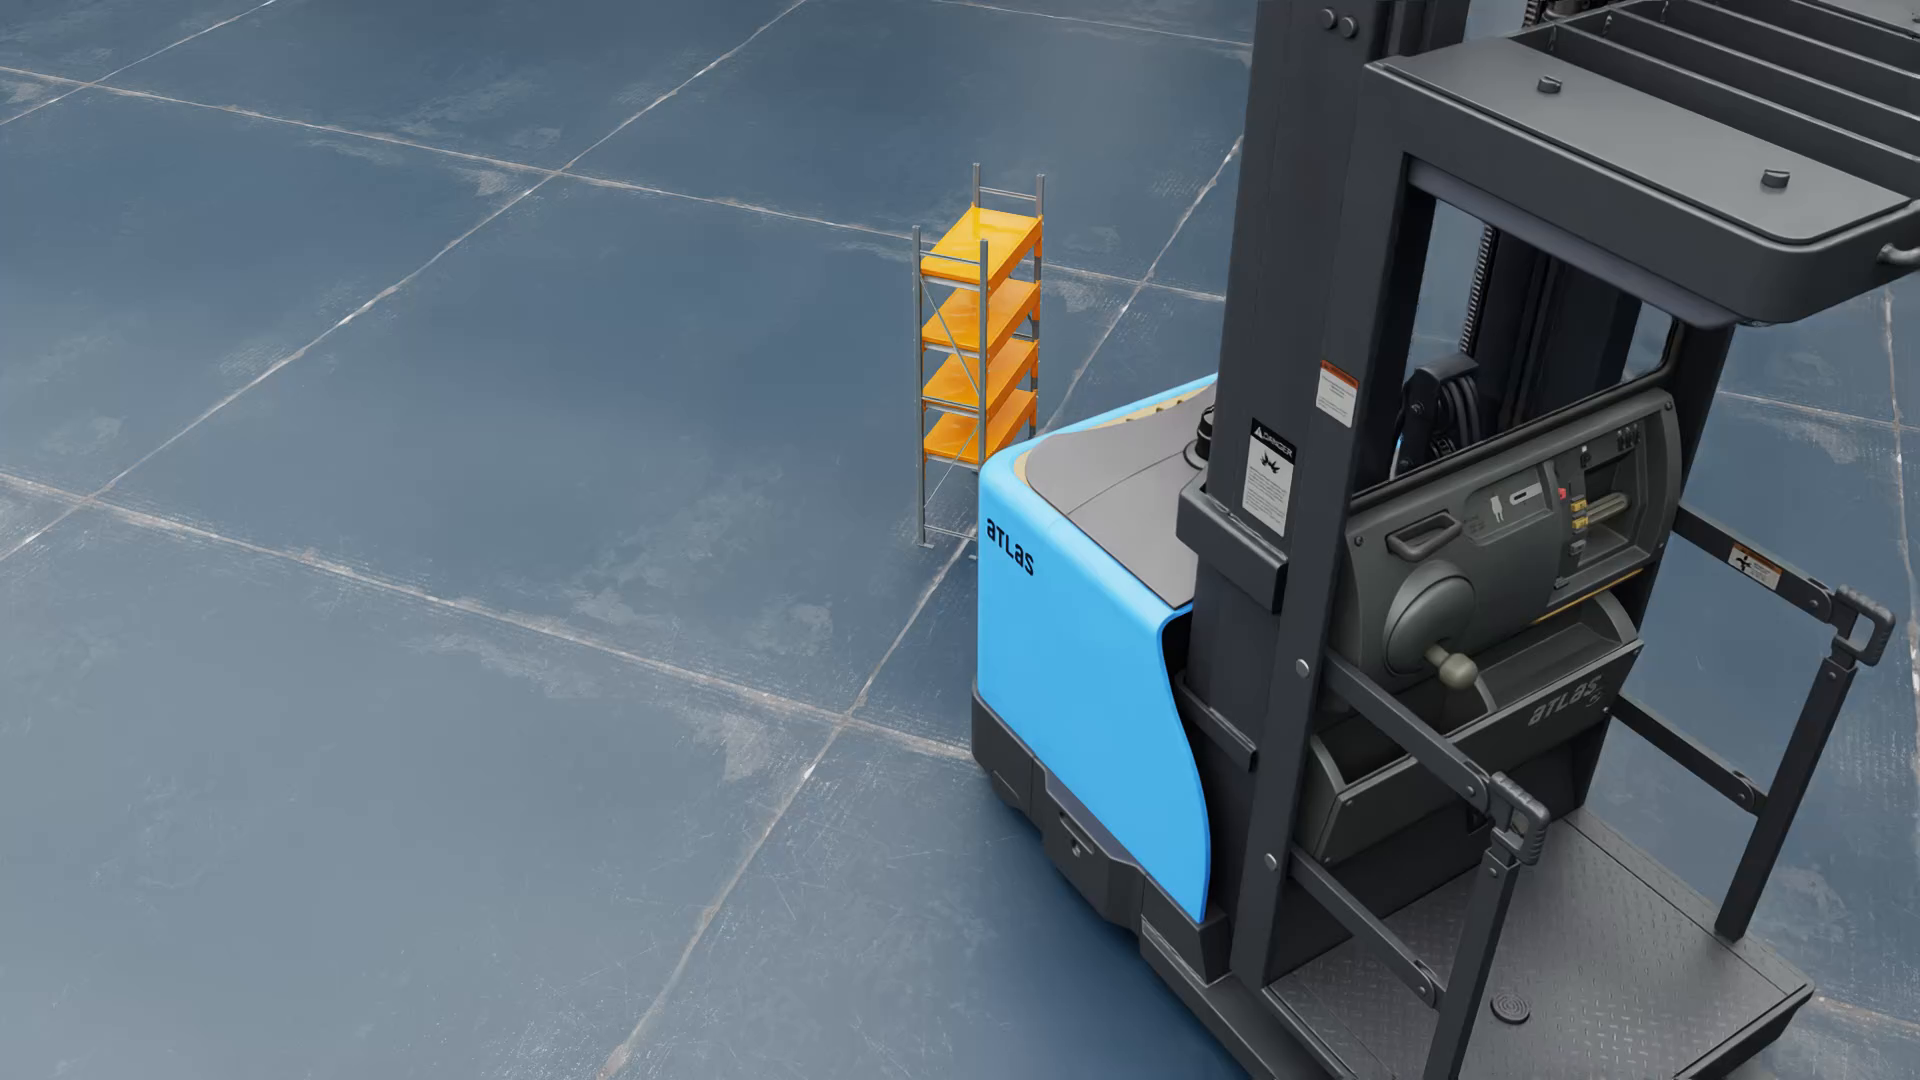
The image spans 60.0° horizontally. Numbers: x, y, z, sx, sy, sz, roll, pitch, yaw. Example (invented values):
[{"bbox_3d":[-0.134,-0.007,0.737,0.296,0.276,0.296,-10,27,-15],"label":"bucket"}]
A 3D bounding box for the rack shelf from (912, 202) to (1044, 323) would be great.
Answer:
[{"bbox_3d":[0.063,-0.887,5.278,0.258,0.148,0.480,14,39,18],"label":"rack shelf"}]

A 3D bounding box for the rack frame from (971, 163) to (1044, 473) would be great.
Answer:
[{"bbox_3d":[0.156,-0.707,5.694,0.240,1.200,0.015,14,39,18],"label":"rack frame"}]

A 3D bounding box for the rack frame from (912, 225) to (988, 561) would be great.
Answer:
[{"bbox_3d":[-0.030,-0.437,5.333,0.240,1.200,0.015,14,39,18],"label":"rack frame"}]

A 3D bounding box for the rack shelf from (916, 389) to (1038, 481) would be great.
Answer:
[{"bbox_3d":[0.063,-0.359,5.673,0.258,0.148,0.480,14,39,18],"label":"rack shelf"}]

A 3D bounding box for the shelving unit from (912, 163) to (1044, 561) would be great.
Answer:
[{"bbox_3d":[0.063,-0.572,5.513,0.258,1.200,0.503,14,39,18],"label":"shelving unit"}]

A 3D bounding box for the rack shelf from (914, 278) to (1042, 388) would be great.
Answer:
[{"bbox_3d":[0.063,-0.698,5.420,0.258,0.148,0.480,14,39,18],"label":"rack shelf"}]

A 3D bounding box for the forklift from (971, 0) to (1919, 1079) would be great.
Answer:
[{"bbox_3d":[1.248,0.063,3.217,1.130,2.935,3.031,-21,42,-26],"label":"forklift"}]

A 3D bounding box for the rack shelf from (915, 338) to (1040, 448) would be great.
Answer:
[{"bbox_3d":[0.063,-0.518,5.554,0.258,0.148,0.480,14,39,18],"label":"rack shelf"}]
